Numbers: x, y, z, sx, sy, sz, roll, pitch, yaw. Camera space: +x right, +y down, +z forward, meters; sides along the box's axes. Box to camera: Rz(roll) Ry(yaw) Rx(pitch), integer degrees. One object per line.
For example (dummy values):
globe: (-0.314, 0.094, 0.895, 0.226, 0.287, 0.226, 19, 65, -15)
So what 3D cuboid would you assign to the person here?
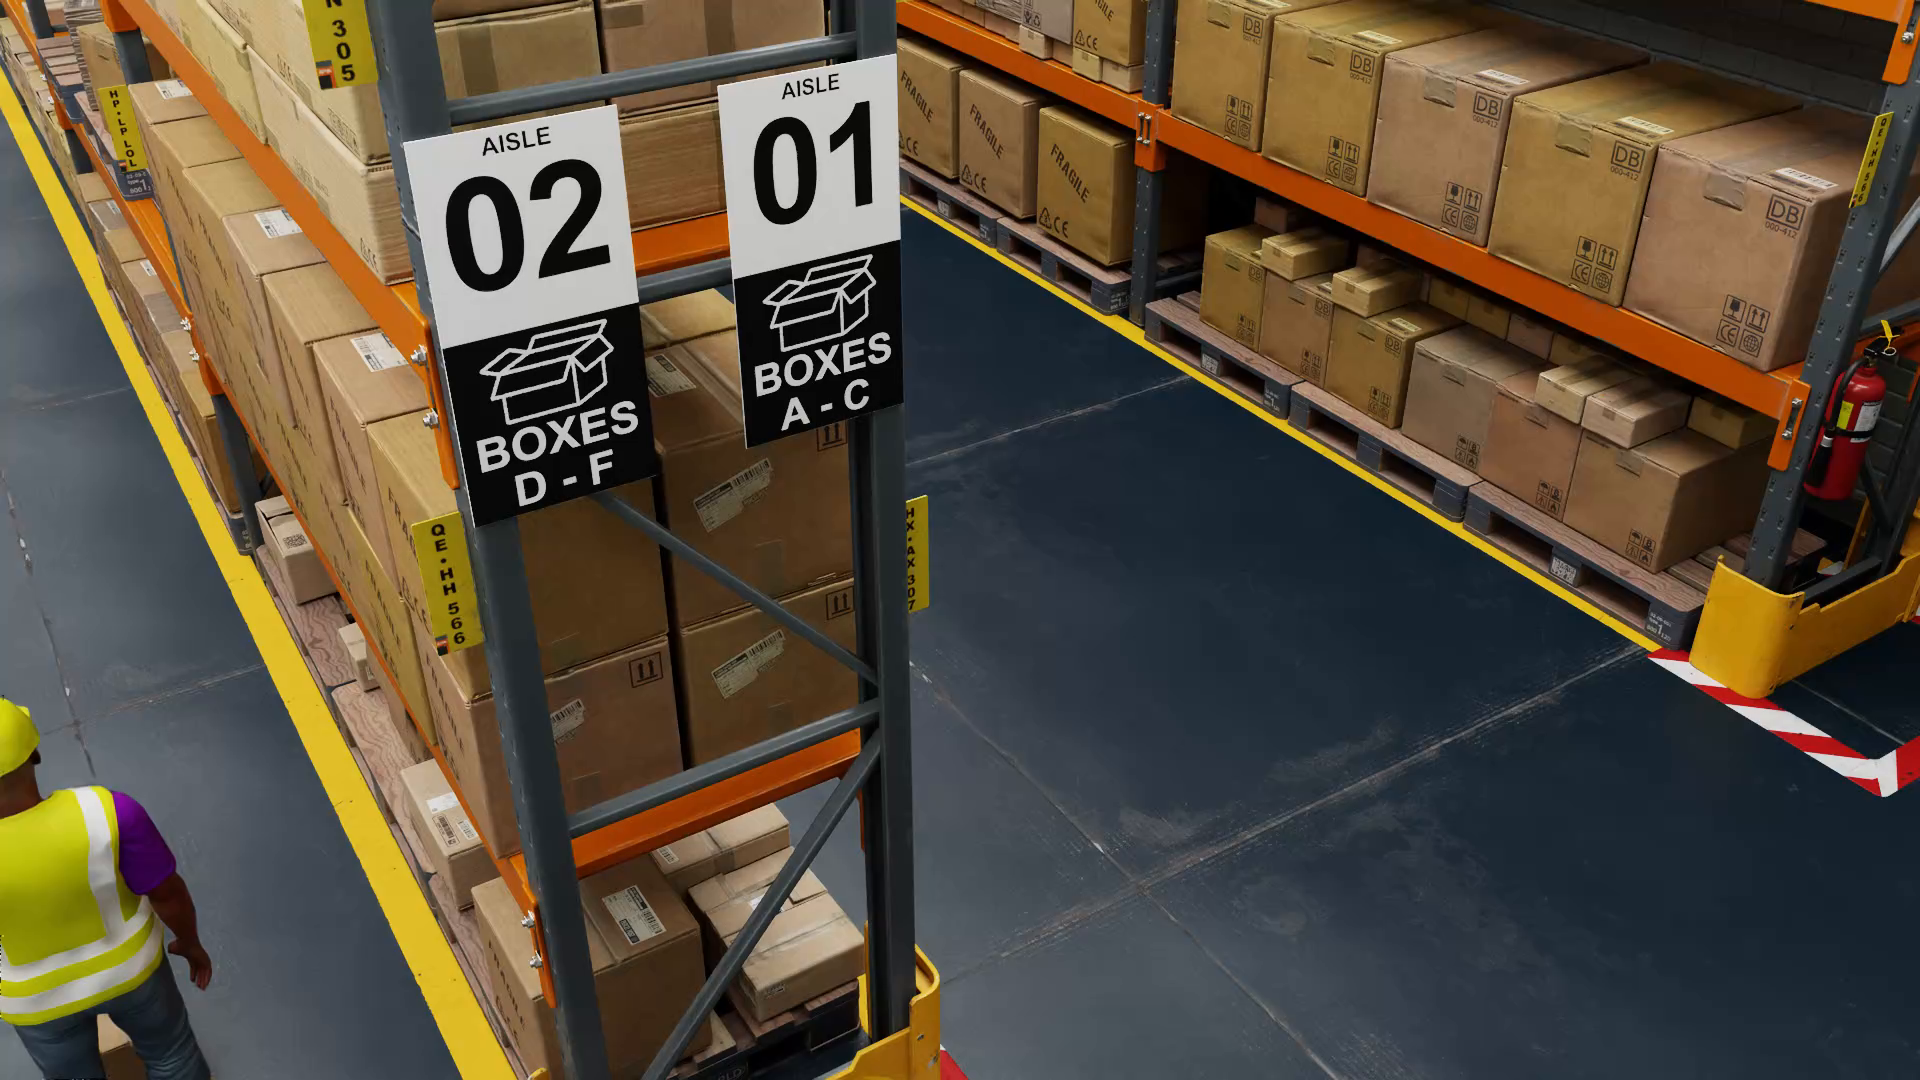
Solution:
person: (-2.321, 1.089, 4.380, 0.600, 1.768, 0.514, -17, 36, -25)
